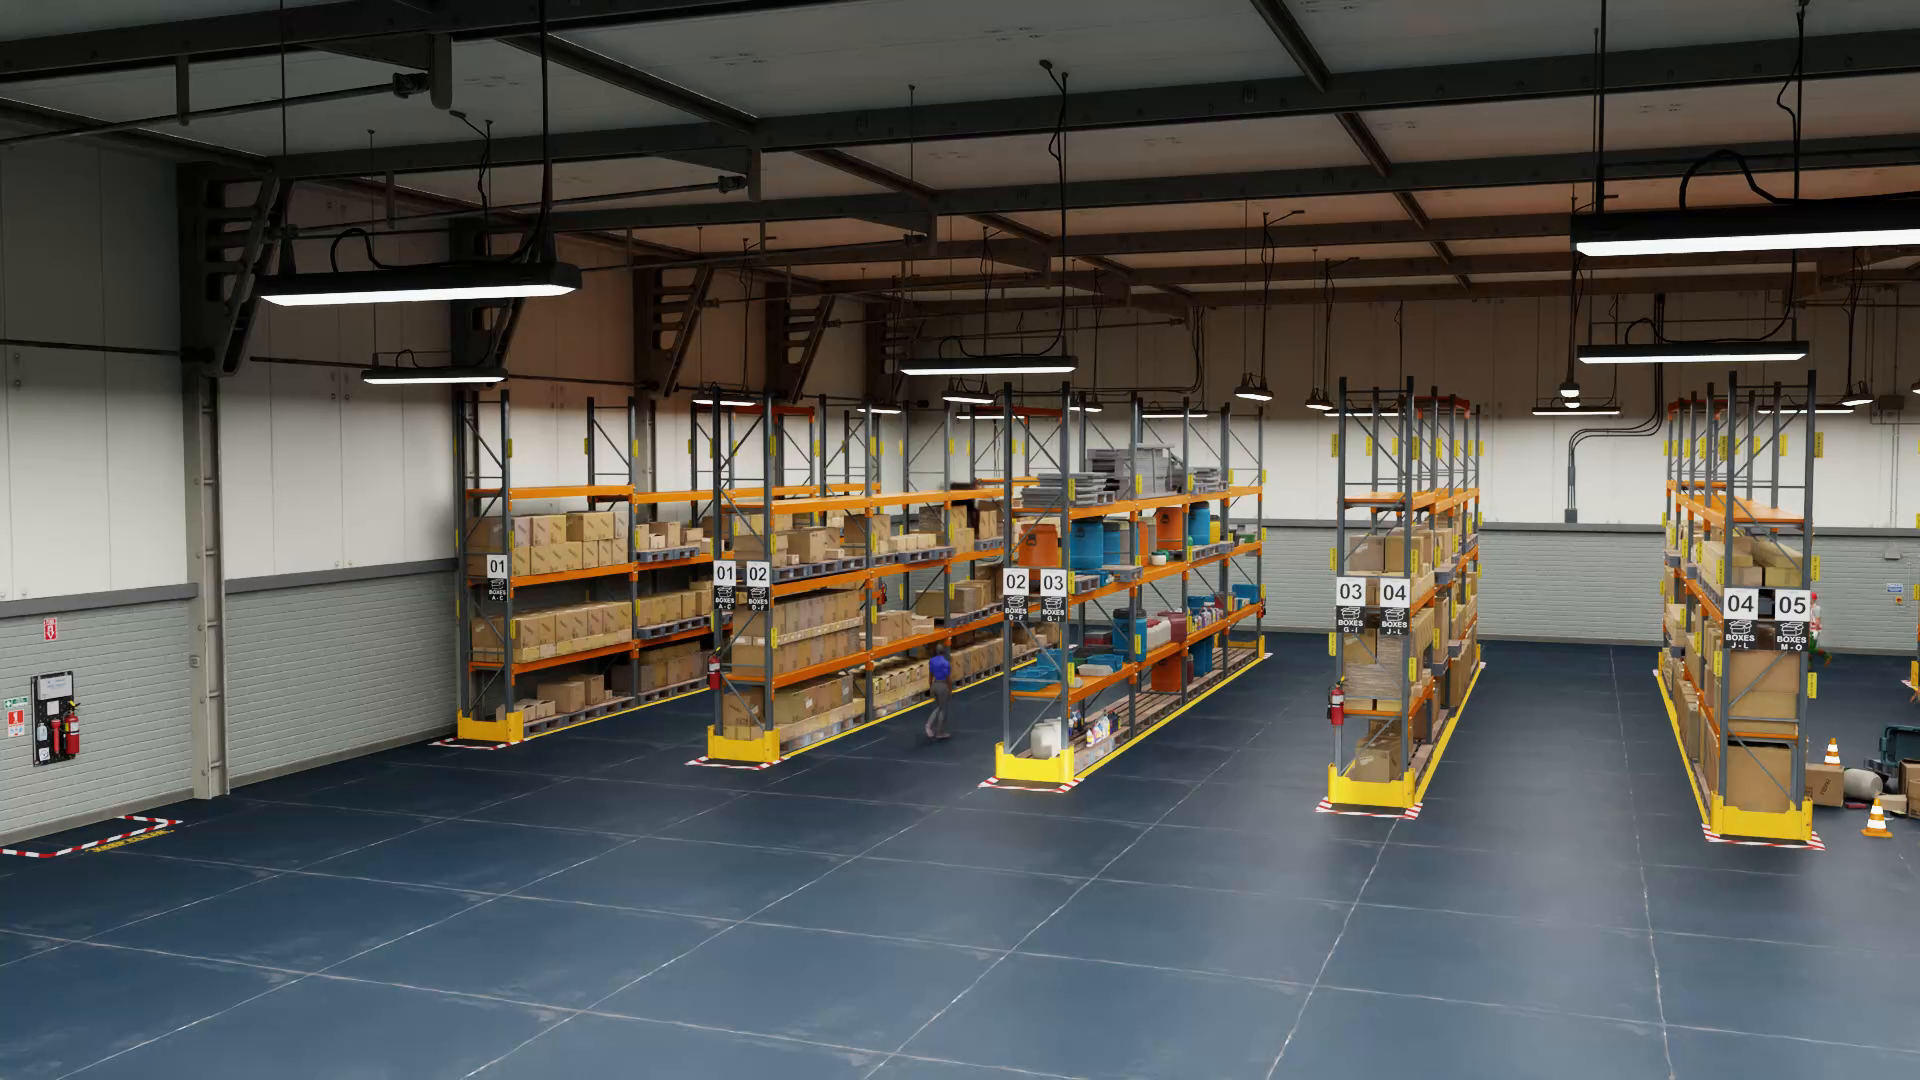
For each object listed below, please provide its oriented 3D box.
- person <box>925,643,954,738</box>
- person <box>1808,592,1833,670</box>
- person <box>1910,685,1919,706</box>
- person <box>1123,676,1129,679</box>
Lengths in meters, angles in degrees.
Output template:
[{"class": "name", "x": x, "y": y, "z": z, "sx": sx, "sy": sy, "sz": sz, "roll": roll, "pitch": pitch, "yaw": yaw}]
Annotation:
[{"class": "person", "x": -0.341, "y": 2.588, "z": 28.596, "sx": 0.466, "sy": 1.649, "sz": 0.451, "roll": -2, "pitch": 4, "yaw": -37}, {"class": "person", "x": 19.227, "y": 2.050, "z": 37.368, "sx": 0.658, "sy": 1.758, "sz": 0.568, "roll": 0, "pitch": 3, "yaw": 4}, {"class": "person", "x": 15.959, "y": 2.661, "z": 27.365, "sx": 0.519, "sy": 1.682, "sz": 0.675, "roll": 0, "pitch": 3, "yaw": 9}, {"class": "person", "x": 3.711, "y": 2.195, "z": 36.063, "sx": 0.428, "sy": 1.643, "sz": 0.561, "roll": 1, "pitch": 3, "yaw": 22}]
